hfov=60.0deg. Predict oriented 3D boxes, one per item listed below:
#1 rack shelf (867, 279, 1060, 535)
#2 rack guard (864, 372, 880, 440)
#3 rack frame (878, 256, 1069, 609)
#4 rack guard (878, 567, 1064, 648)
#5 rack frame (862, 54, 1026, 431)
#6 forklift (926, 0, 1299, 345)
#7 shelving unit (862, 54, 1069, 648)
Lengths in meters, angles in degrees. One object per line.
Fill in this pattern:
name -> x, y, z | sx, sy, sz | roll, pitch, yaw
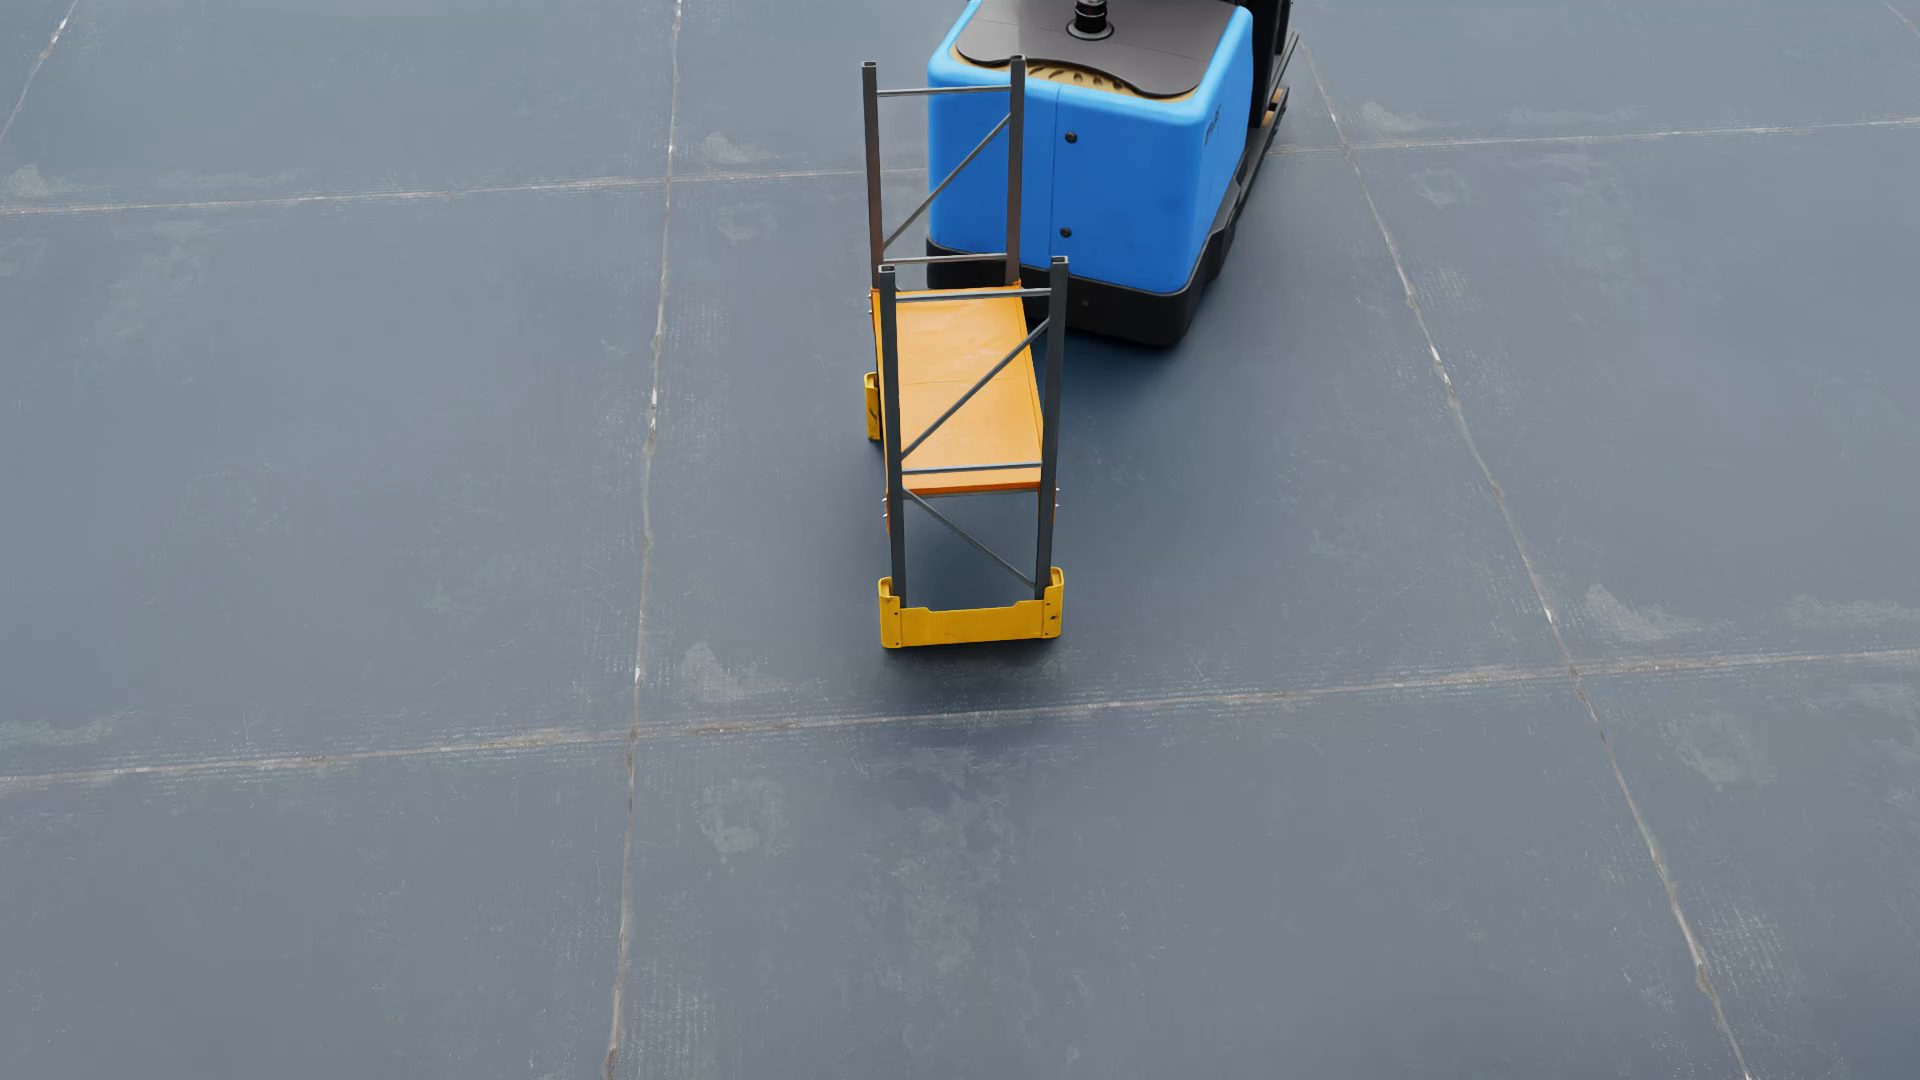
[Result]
rack shelf -> -0.007, -0.454, 5.395 | 0.538, 0.185, 1.000 | -3, 47, -3
rack guard -> -0.048, -0.501, 6.053 | 0.587, 0.250, 0.087 | -3, 47, -3
rack frame -> 0.035, -0.210, 4.916 | 0.500, 1.500, 0.032 | -3, 47, -3
rack guard -> 0.035, 0.219, 5.370 | 0.587, 0.250, 0.087 | -3, 47, -3
rack frame -> -0.050, -0.945, 5.612 | 0.500, 1.500, 0.032 | -3, 47, -3
forklift -> 0.843, -2.843, 6.423 | 1.130, 2.935, 3.031 | 15, 48, 13
shelving unit -> -0.006, -0.571, 5.258 | 0.587, 1.500, 1.083 | -3, 47, -3
